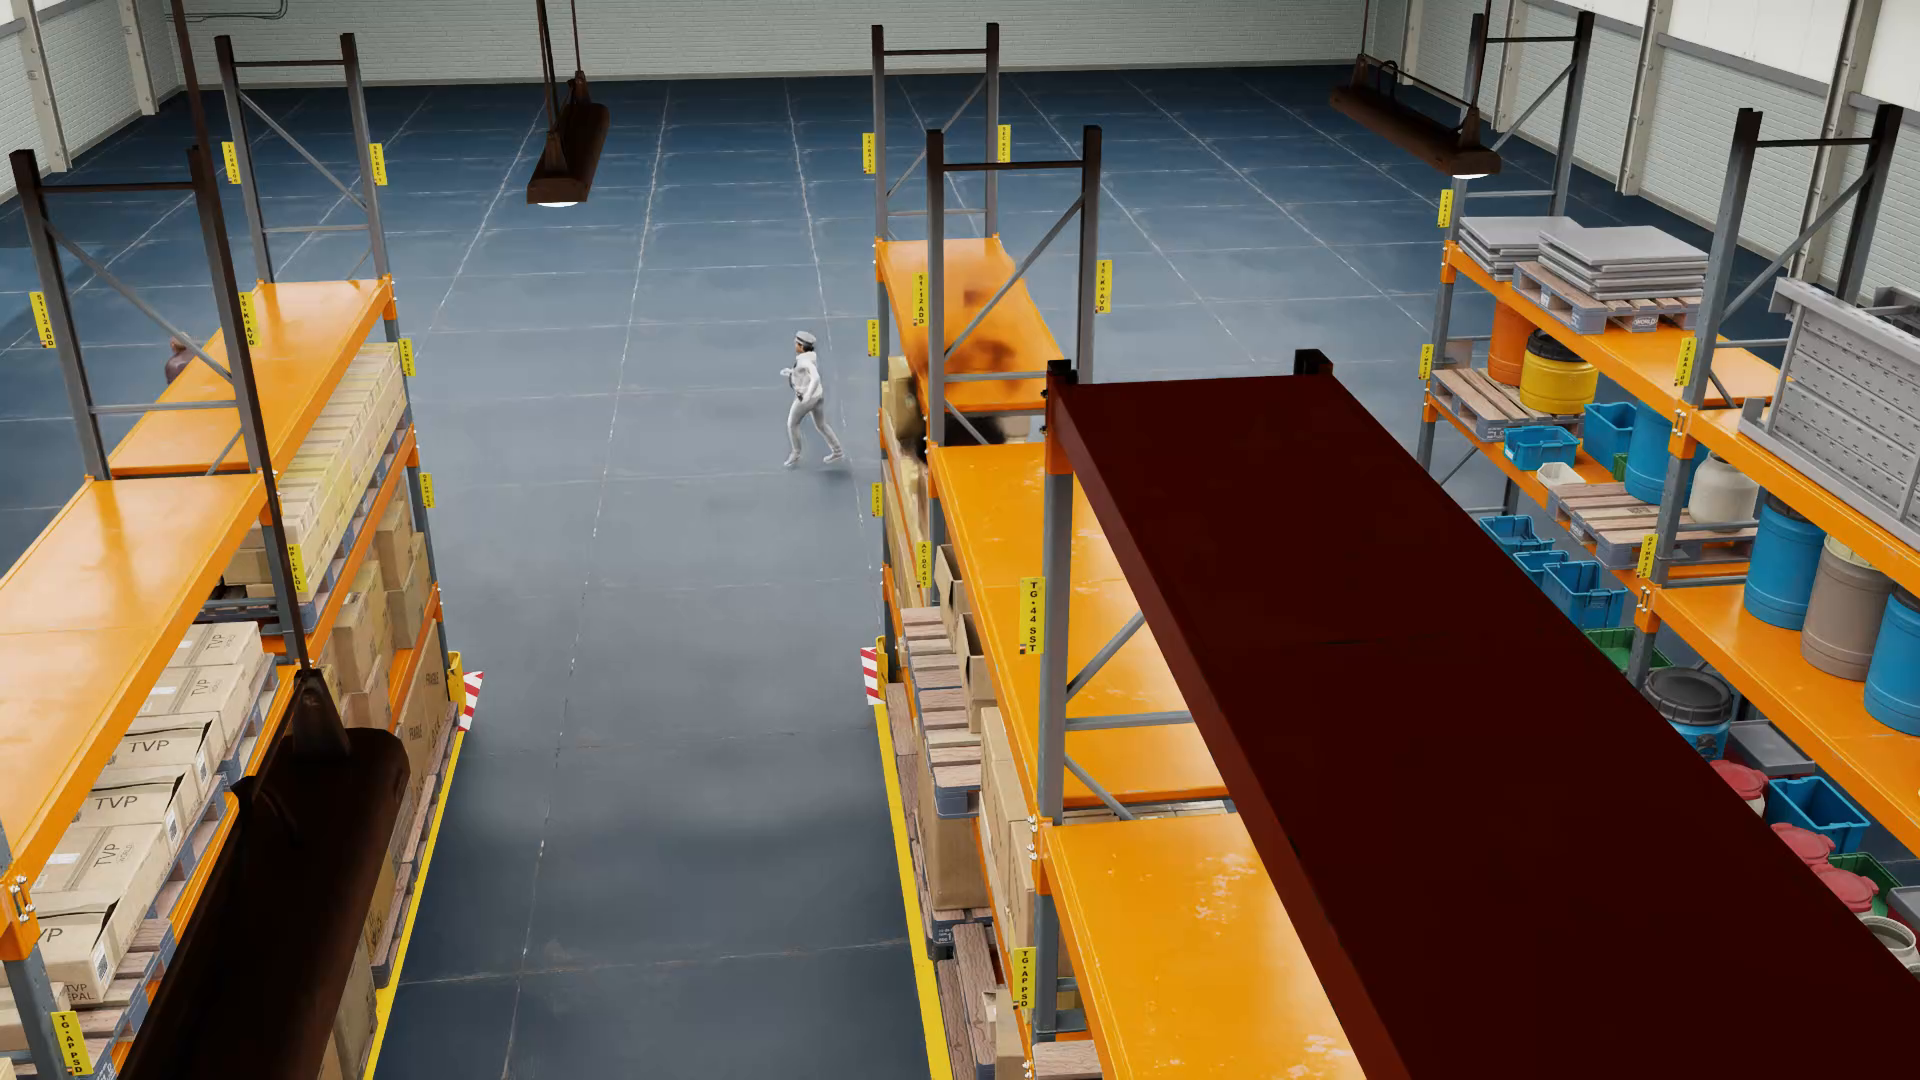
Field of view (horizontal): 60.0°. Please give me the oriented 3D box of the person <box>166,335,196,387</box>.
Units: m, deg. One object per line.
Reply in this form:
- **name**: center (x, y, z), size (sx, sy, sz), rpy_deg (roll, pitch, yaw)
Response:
- **person**: center (-9.170, -1.638, 19.930), size (0.833, 1.760, 0.718), rpy_deg (14, 29, 27)

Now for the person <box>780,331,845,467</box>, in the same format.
- **person**: center (-1.811, -1.679, 20.069), size (0.816, 1.737, 0.557), rpy_deg (9, 27, 18)
